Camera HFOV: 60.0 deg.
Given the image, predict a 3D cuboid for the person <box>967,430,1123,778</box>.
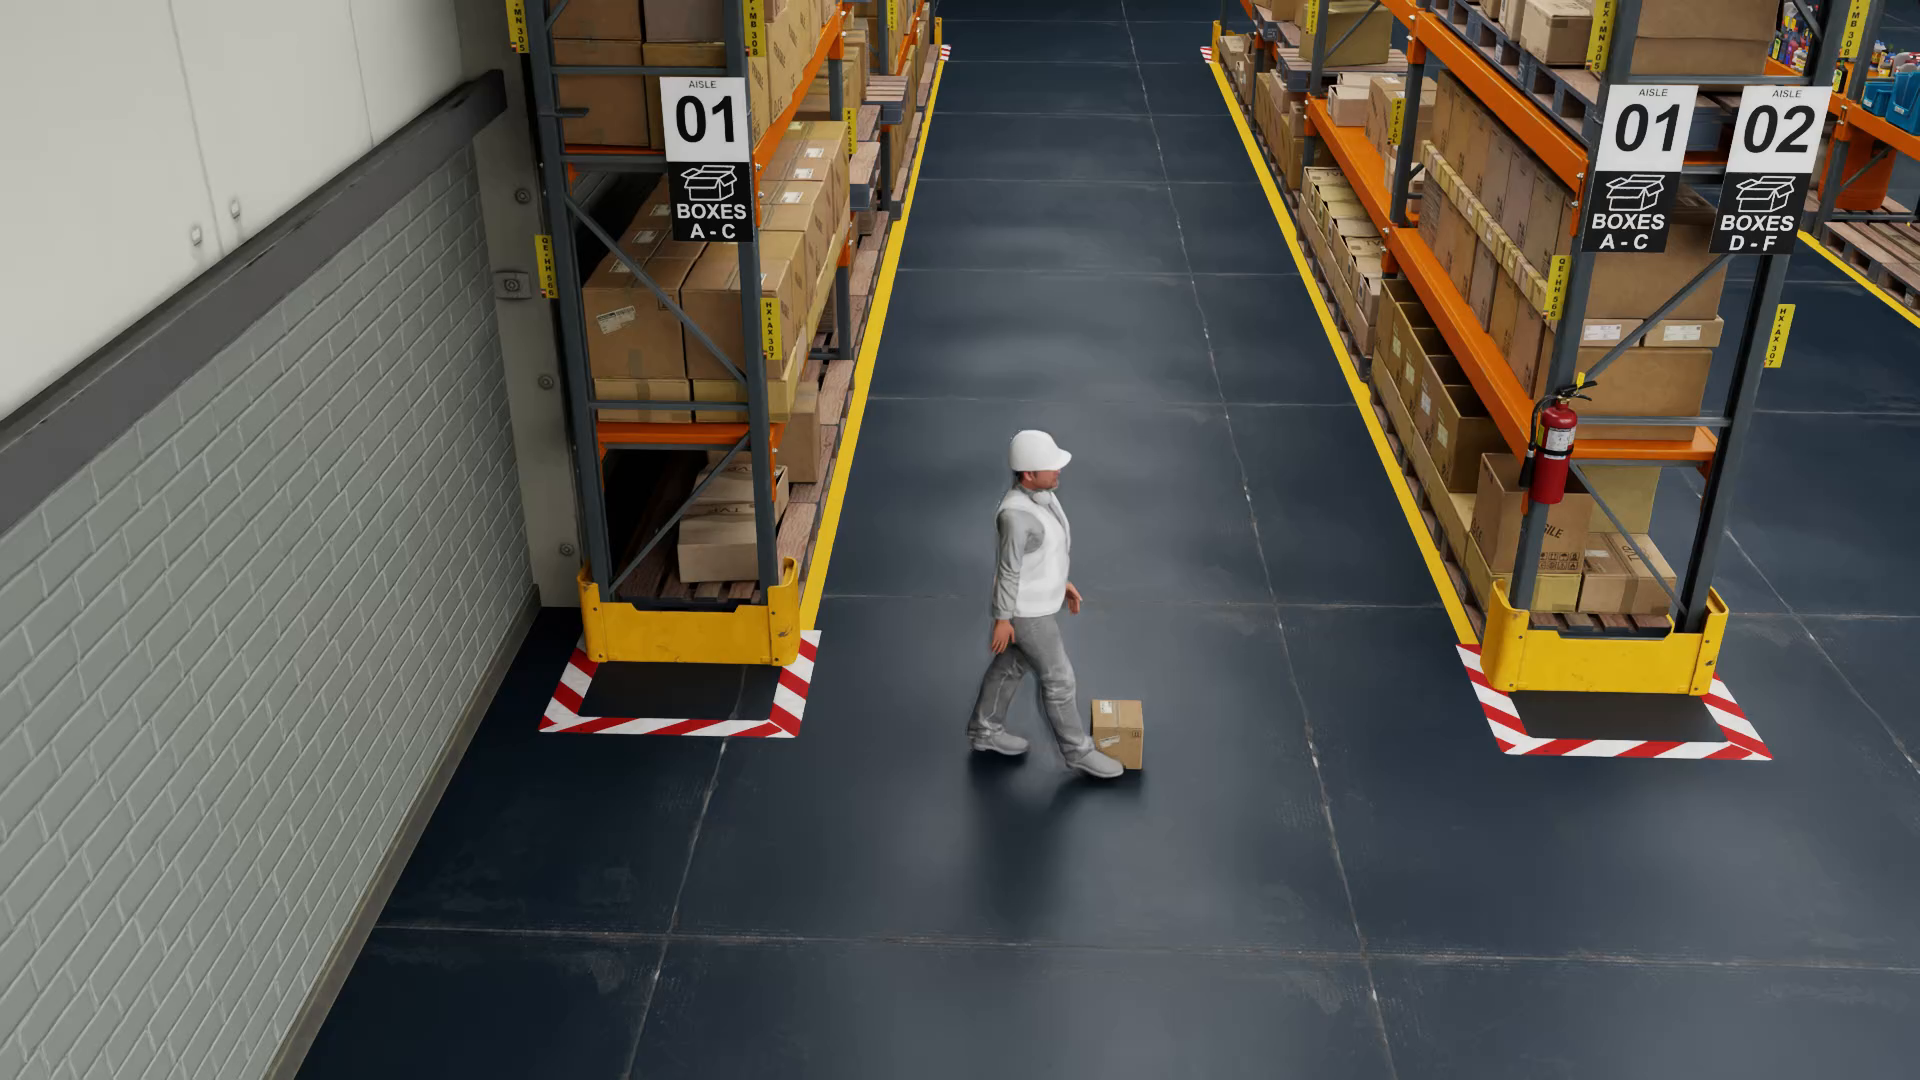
[{"bbox_3d":[0.434,0.285,8.014,0.799,1.753,0.565,4,28,7],"label":"person"}]
